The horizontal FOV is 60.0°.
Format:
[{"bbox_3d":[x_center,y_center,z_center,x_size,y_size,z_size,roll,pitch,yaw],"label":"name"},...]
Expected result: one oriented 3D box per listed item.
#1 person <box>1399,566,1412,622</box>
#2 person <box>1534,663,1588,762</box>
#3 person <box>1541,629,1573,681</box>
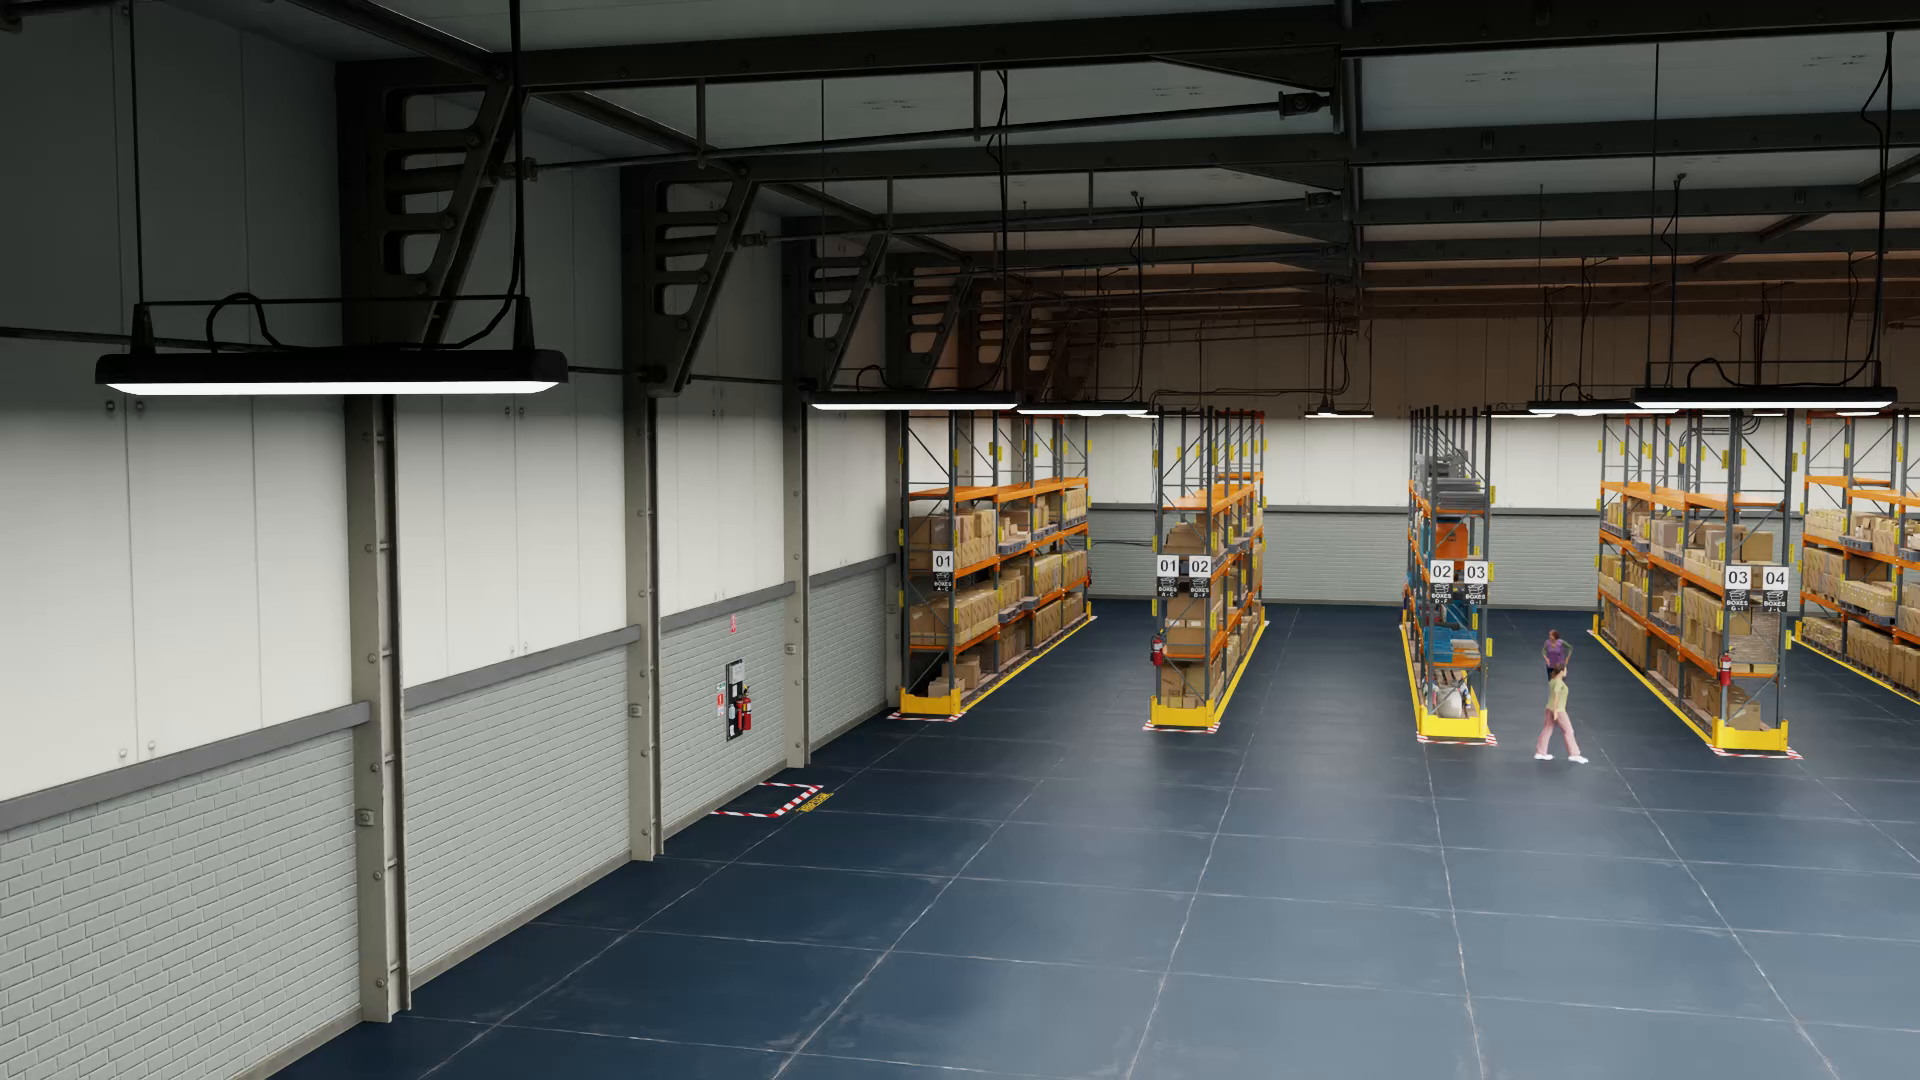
[{"bbox_3d":[12.737,1.532,46.926,0.712,1.630,0.527,3,5,32],"label":"person"},{"bbox_3d":[10.080,2.885,27.965,0.819,1.650,0.502,-1,4,-7],"label":"person"},{"bbox_3d":[12.061,2.538,33.592,0.597,1.515,0.785,2,5,25],"label":"person"}]
